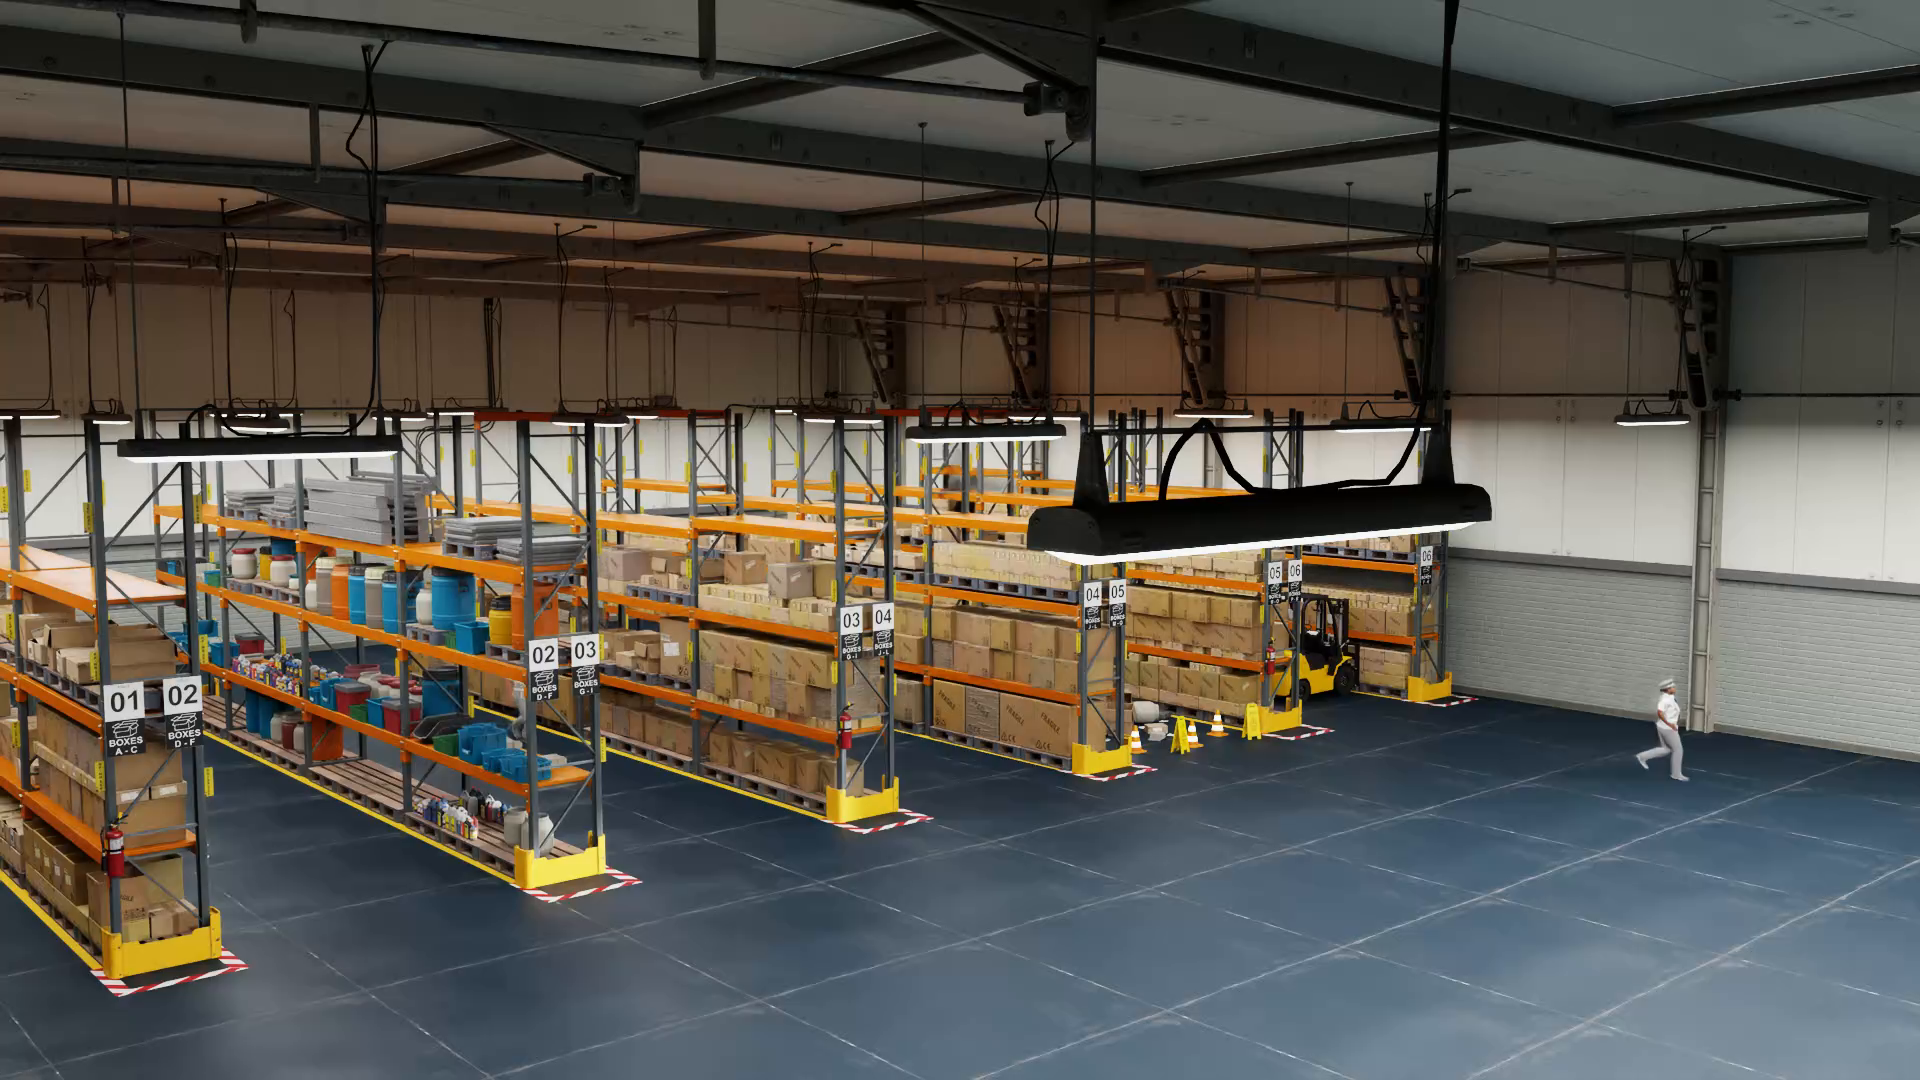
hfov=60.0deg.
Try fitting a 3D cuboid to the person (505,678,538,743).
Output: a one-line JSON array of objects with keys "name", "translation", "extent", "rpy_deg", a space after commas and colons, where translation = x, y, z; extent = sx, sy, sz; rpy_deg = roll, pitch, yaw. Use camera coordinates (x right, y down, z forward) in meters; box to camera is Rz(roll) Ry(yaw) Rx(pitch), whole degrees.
[{"name": "person", "translation": [-7.838, 2.827, 30.109], "extent": [0.631, 1.726, 0.653], "rpy_deg": [5, 7, 44]}]

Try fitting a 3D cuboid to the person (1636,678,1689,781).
[{"name": "person", "translation": [11.590, 3.108, 27.334], "extent": [0.803, 1.696, 0.579], "rpy_deg": [1, 5, 14]}]

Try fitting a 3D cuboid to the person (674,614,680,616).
[{"name": "person", "translation": [-5.904, 2.365, 34.975], "extent": [0.714, 1.754, 1.034], "rpy_deg": [-4, 6, -39]}]
